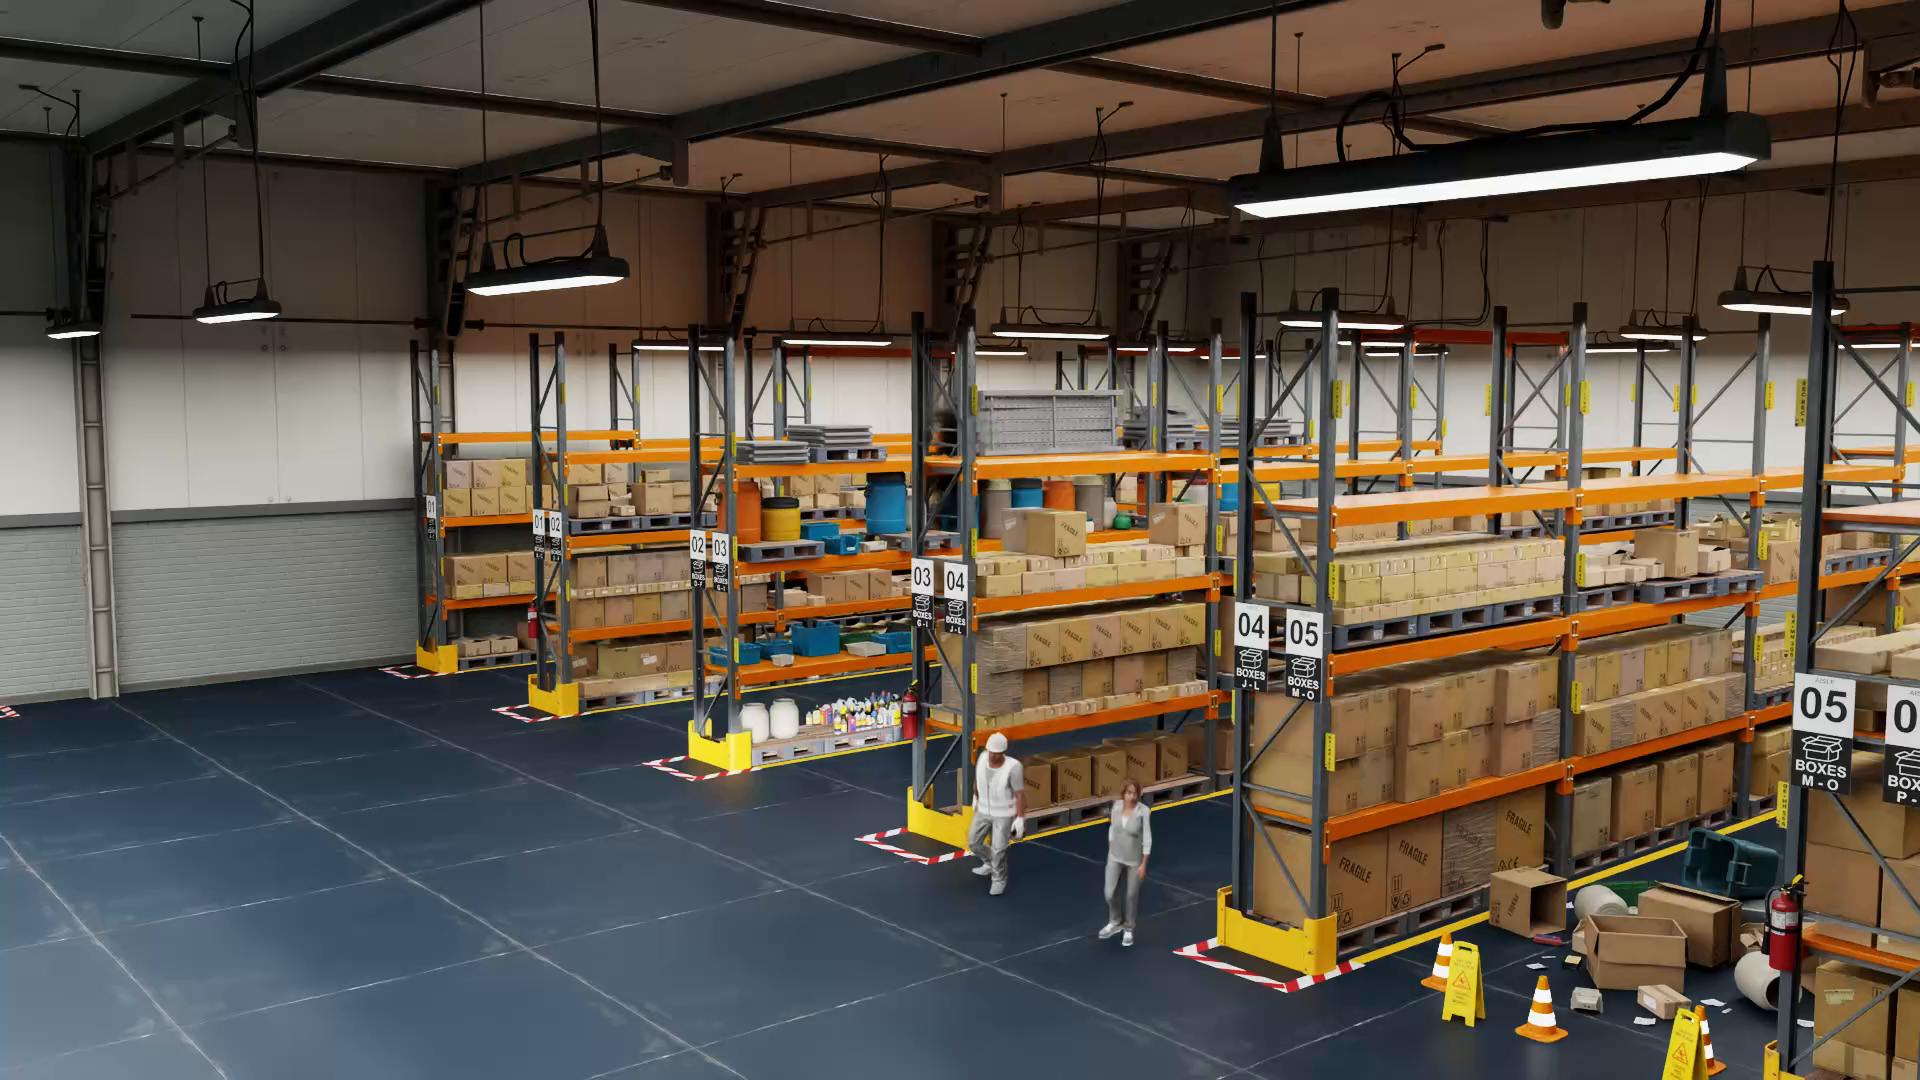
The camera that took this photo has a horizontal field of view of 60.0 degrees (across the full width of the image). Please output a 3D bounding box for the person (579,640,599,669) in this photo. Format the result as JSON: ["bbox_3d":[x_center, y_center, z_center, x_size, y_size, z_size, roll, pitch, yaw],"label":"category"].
[{"bbox_3d":[-6.470,1.729,28.763,0.675,1.593,0.649,0,5,-4],"label":"person"}]

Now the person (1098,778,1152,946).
[{"bbox_3d":[1.526,2.952,15.300,0.519,1.597,0.438,2,6,20],"label":"person"}]

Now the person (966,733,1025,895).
[{"bbox_3d":[0.376,2.747,16.880,0.835,1.697,0.690,4,6,34],"label":"person"}]
